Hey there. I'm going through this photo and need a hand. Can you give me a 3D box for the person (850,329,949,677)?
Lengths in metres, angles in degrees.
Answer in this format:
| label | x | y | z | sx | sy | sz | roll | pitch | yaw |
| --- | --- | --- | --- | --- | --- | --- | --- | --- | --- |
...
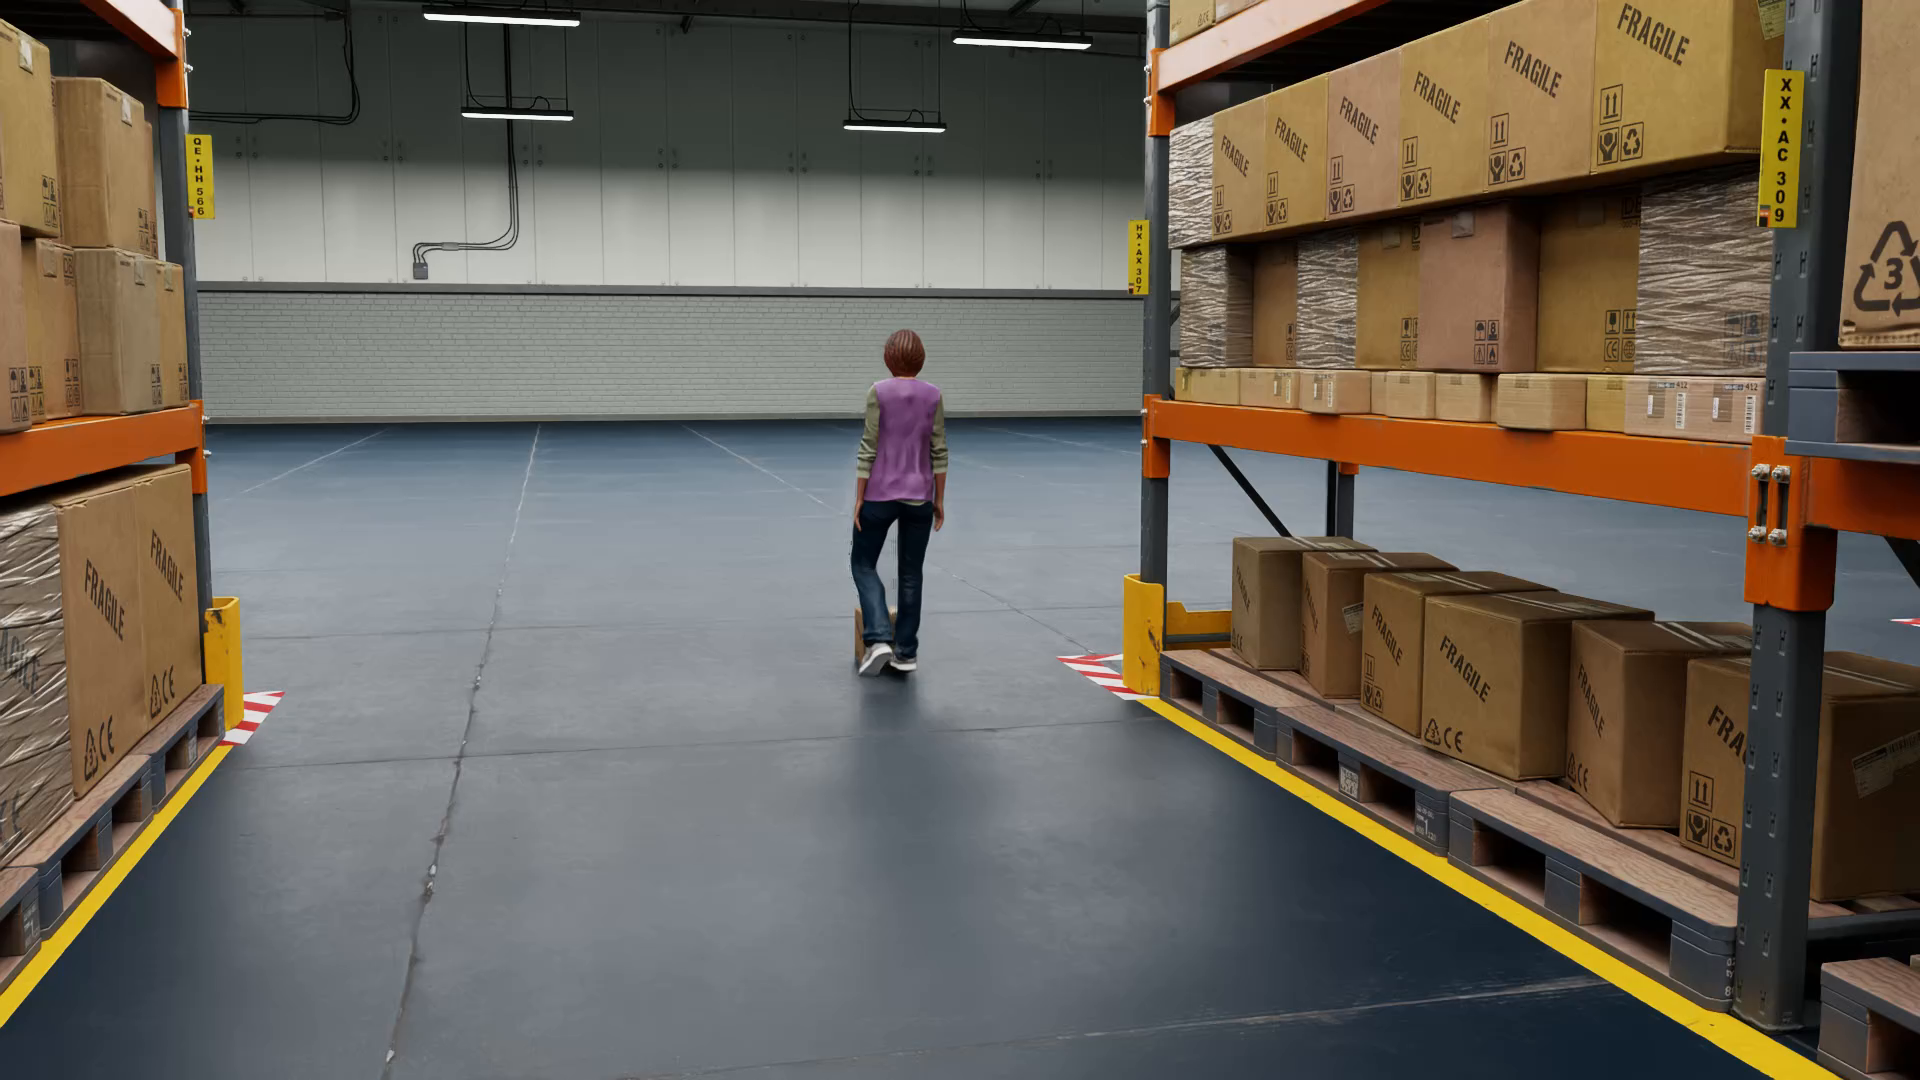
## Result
| label | x | y | z | sx | sy | sz | roll | pitch | yaw |
| --- | --- | --- | --- | --- | --- | --- | --- | --- | --- |
| person | -0.293 | -0.167 | 7.702 | 0.447 | 1.598 | 0.457 | -2 | 7 | -18 |
